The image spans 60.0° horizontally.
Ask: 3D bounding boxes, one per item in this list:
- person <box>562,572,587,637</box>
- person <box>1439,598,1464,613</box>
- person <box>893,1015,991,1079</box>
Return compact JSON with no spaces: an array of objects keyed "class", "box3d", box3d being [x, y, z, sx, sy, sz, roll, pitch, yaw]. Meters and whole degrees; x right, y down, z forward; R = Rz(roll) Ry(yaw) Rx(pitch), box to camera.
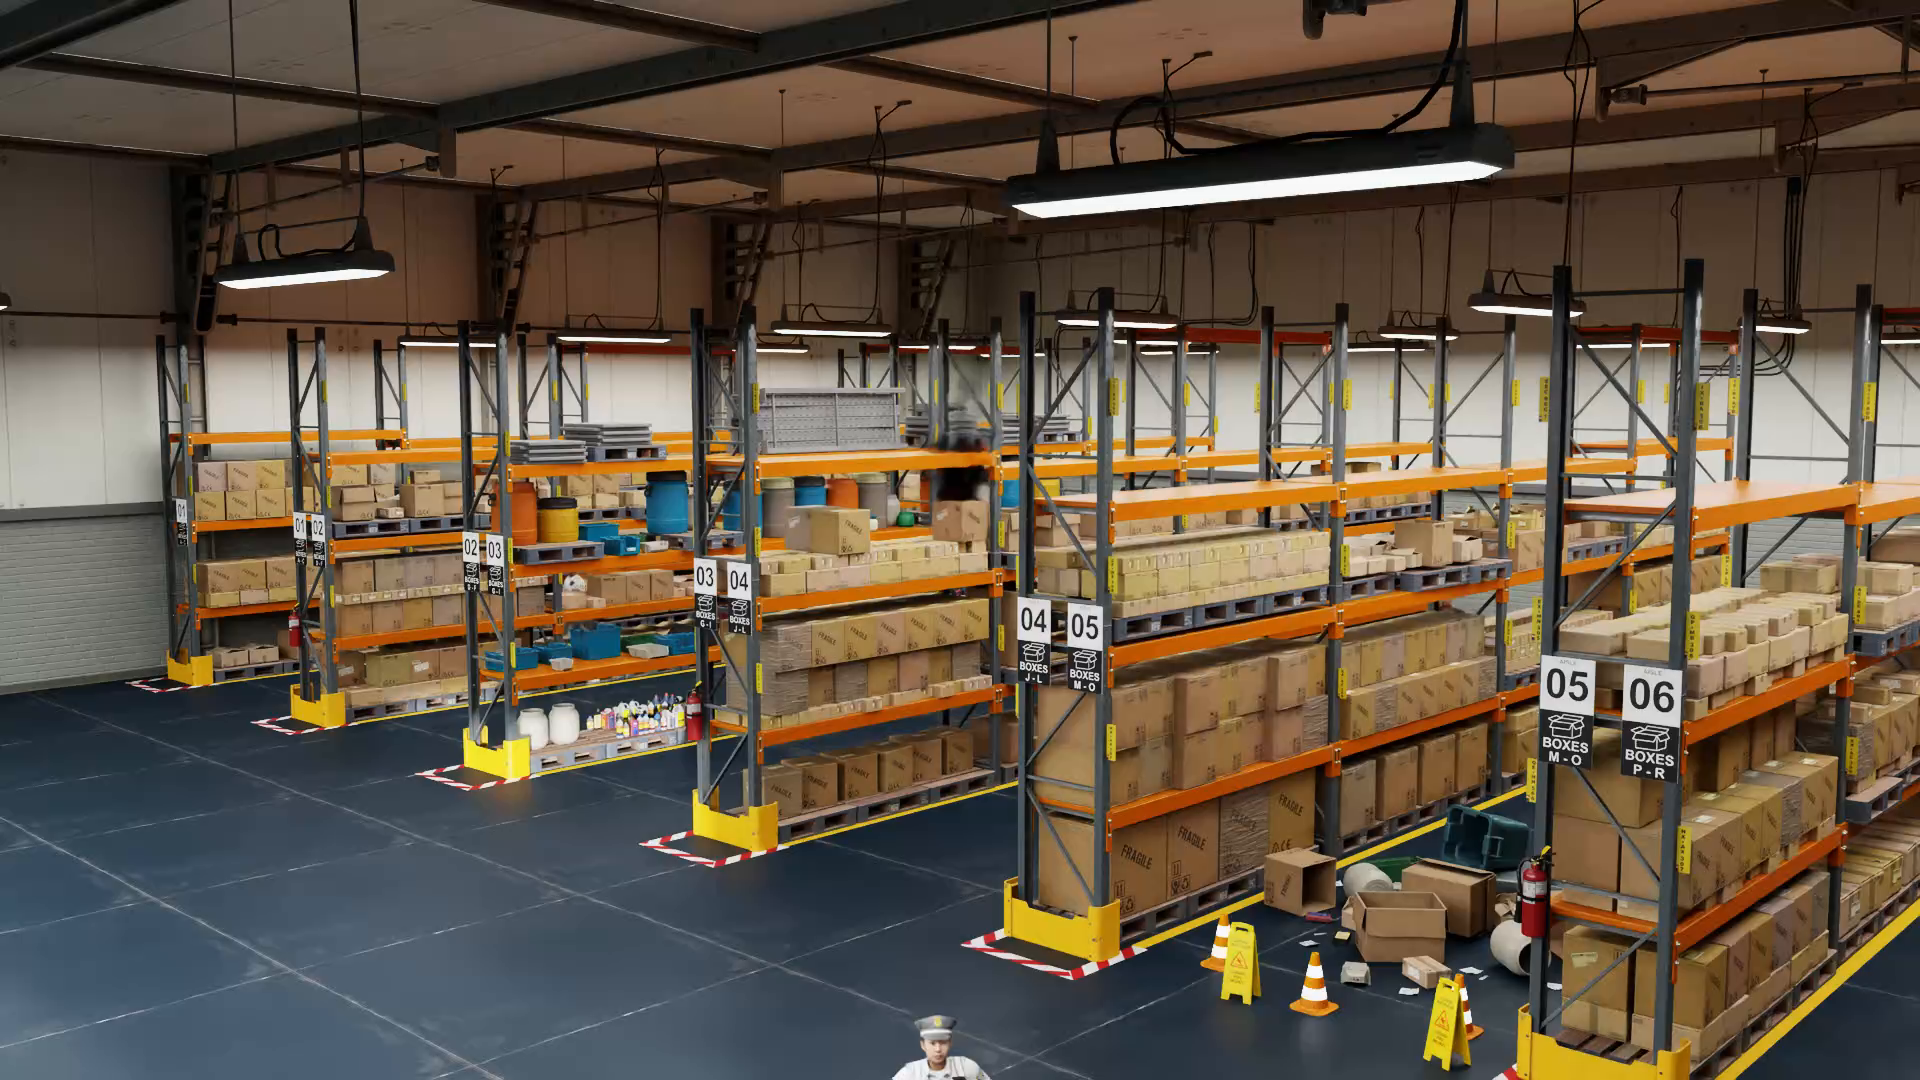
[{"class":"person","box3d":[-7.350,1.318,31.652,0.643,1.842,0.760,4,7,35]},{"class":"person","box3d":[7.979,1.728,27.390,0.720,1.760,0.851,3,6,29]},{"class":"person","box3d":[-0.104,3.456,9.265,0.671,1.669,0.562,0,5,-5]}]
